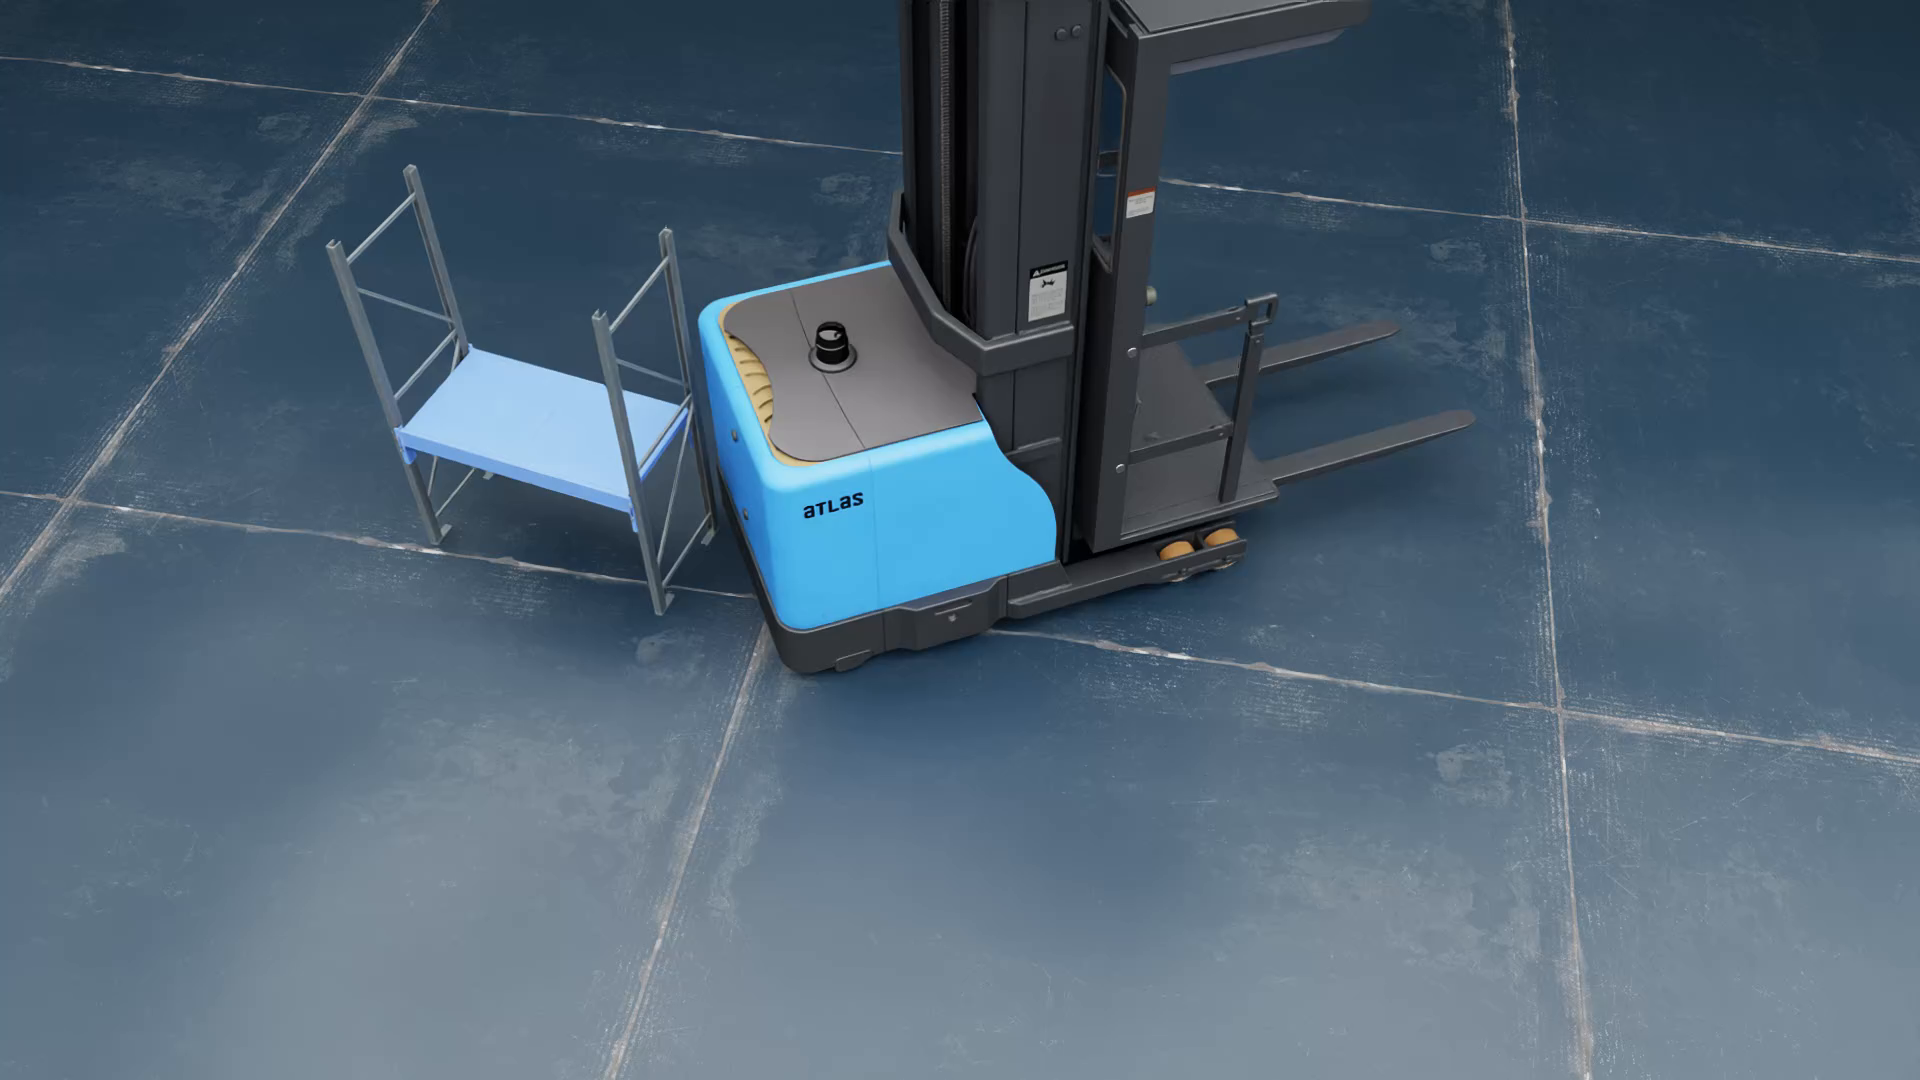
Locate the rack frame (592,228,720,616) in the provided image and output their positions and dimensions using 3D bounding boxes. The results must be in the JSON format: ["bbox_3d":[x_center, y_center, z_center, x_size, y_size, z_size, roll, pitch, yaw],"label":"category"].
[{"bbox_3d":[-1.081,-0.382,6.057,0.032,1.500,0.500,16,50,14],"label":"rack frame"}]

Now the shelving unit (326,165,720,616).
[{"bbox_3d":[-1.556,-0.518,6.179,1.048,1.500,0.538,16,50,14],"label":"shelving unit"}]

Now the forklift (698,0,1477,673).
[{"bbox_3d":[0.603,-1.170,5.803,3.031,2.935,1.130,-15,50,-13],"label":"forklift"}]

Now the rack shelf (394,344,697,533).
[{"bbox_3d":[-1.556,-0.398,6.313,1.000,0.185,0.538,16,50,14],"label":"rack shelf"}]

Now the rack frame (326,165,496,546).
[{"bbox_3d":[-2.030,-0.655,6.302,0.032,1.500,0.500,16,50,14],"label":"rack frame"}]
